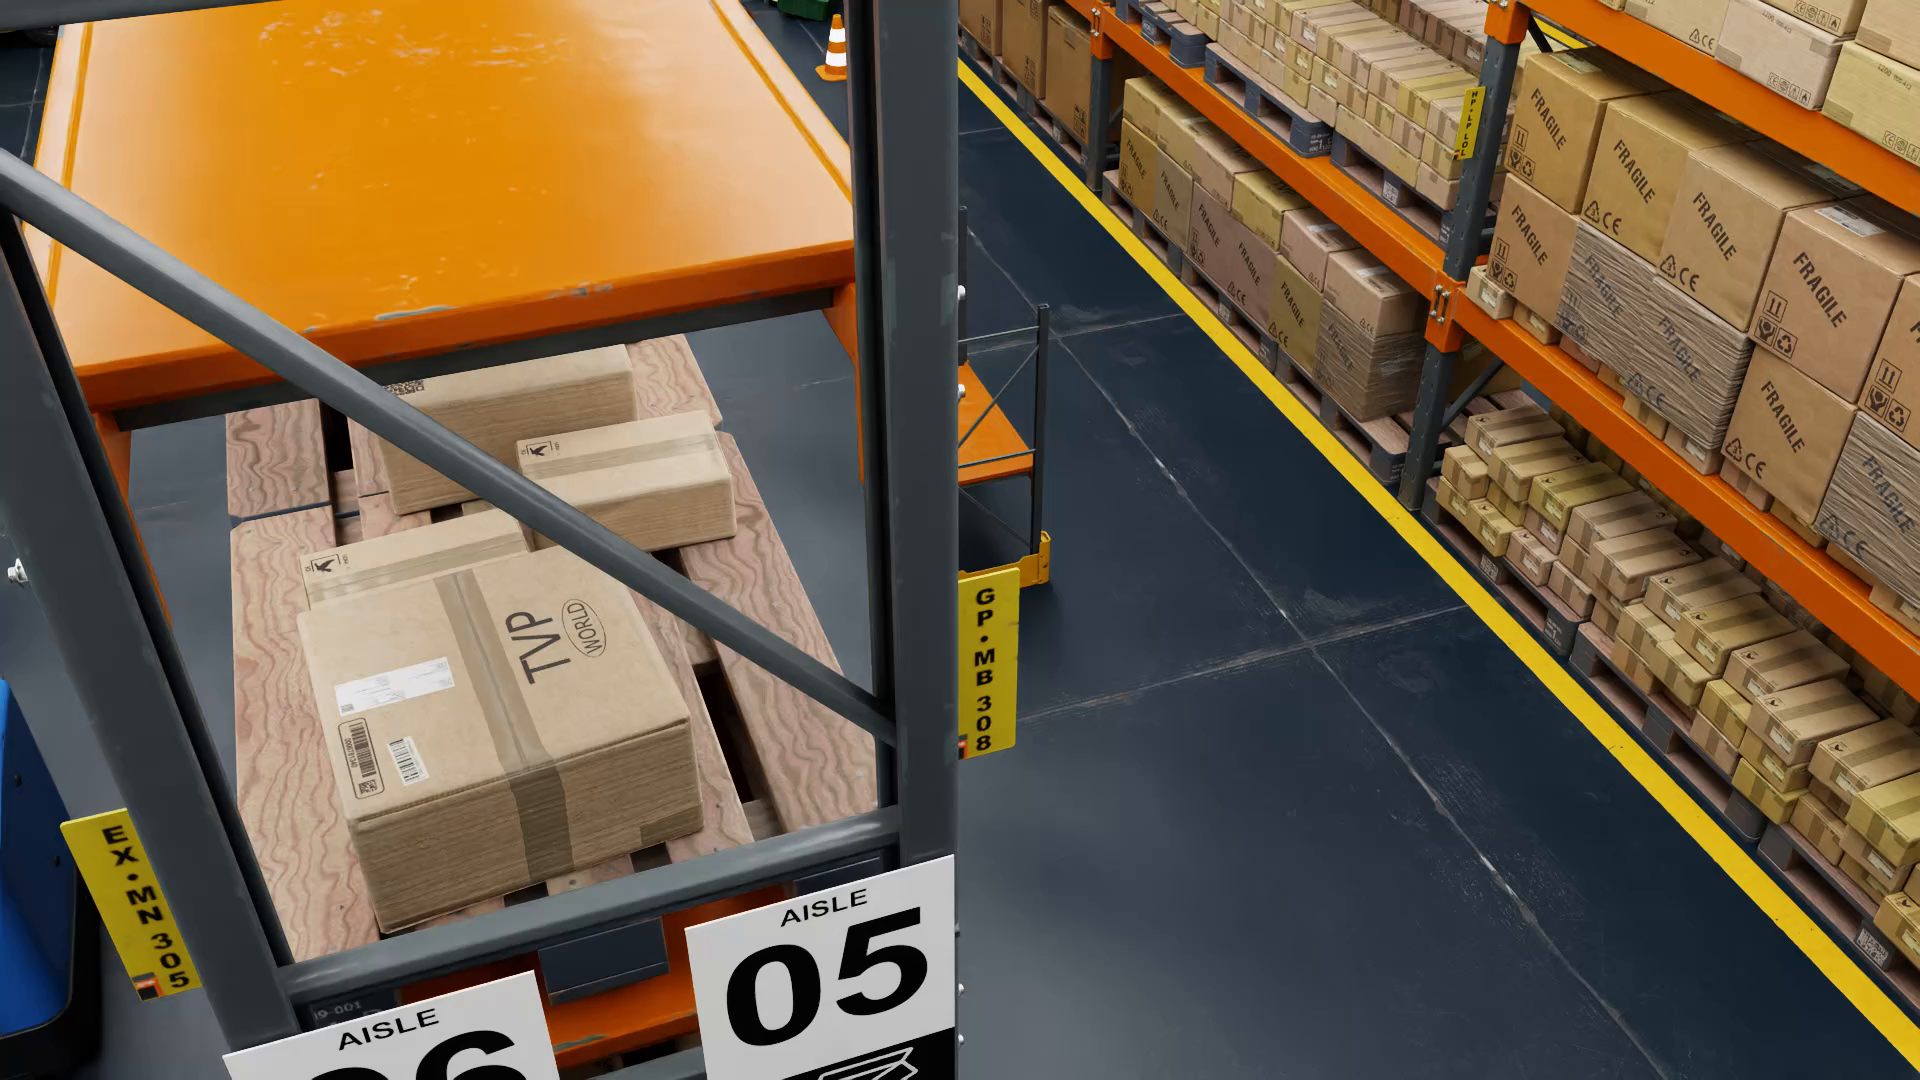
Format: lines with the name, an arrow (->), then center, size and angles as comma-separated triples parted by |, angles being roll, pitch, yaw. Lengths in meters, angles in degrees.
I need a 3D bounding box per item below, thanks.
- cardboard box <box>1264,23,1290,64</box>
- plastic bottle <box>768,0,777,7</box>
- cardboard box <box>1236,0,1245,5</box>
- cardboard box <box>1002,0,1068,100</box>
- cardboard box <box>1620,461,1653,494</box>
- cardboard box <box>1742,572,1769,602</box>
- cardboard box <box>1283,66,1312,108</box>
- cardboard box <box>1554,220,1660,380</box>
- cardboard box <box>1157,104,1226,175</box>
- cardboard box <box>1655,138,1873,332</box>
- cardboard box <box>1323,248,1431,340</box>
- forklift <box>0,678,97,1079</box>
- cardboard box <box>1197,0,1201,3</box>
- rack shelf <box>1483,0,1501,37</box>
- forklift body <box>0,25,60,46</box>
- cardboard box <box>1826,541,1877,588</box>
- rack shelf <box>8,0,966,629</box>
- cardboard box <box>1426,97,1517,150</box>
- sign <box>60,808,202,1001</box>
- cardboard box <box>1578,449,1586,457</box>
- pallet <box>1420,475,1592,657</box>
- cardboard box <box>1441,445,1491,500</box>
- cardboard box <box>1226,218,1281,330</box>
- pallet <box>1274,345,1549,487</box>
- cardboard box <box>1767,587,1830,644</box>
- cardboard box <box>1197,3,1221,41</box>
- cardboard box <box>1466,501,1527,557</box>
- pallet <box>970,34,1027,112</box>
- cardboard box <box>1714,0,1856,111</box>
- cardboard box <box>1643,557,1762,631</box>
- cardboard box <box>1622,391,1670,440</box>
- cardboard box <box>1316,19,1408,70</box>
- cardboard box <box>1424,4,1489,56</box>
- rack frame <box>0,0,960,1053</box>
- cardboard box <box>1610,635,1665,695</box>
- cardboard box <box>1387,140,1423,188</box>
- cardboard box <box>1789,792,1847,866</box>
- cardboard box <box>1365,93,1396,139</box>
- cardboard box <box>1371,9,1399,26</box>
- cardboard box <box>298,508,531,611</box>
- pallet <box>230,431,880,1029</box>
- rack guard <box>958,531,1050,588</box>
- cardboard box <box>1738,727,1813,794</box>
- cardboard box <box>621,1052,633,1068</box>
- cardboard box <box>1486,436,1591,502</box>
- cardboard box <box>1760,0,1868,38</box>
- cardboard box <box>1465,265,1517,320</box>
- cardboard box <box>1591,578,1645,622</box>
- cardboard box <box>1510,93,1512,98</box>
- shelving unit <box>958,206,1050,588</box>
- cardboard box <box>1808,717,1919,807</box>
cardboard box -> 1.888, -2.726, 9.049 | 0.380, 0.149, 0.250 | -11, 38, -14
plastic bottle -> -1.520, -4.663, 14.450 | 0.283, 0.061, 0.133 | 27, 44, 31
cardboard box -> 1.707, -3.144, 9.357 | 0.380, 0.149, 0.250 | -11, 38, -14
cardboard box -> 0.940, -3.858, 12.460 | 1.050, 0.750, 0.750 | -12, 39, -15
cardboard box -> 3.330, -0.318, 7.766 | 0.380, 0.149, 0.250 | -13, 39, -16
cardboard box -> 3.539, 0.246, 7.264 | 0.380, 0.149, 0.250 | -14, 39, -18
cardboard box -> 1.972, -2.460, 8.943 | 0.380, 0.149, 0.250 | -11, 38, -14
cardboard box -> 2.856, -1.023, 6.844 | 0.500, 0.500, 0.500 | -12, 39, -16
cardboard box -> 1.553, -2.476, 10.210 | 0.500, 0.250, 0.500 | -13, 39, -16
cardboard box -> 3.009, -1.146, 6.177 | 0.500, 0.500, 0.500 | -12, 39, -15
cardboard box -> 2.252, -1.311, 8.663 | 0.500, 0.250, 0.500 | -13, 39, -17
forklift -> -4.612, 0.745, 4.885 | 3.031, 2.935, 1.130 | -13, 39, -17
cardboard box -> 1.537, -3.302, 9.814 | 0.380, 0.149, 0.250 | -14, 39, -17
rack shelf -> 2.057, -3.514, 8.588 | 1.077, 0.370, 4.000 | -12, 39, -16
forklift body -> -8.291, -5.108, 13.305 | 2.313, 2.155, 1.214 | -12, 39, -16
cardboard box -> 3.384, 0.015, 6.007 | 0.380, 0.149, 0.250 | -14, 39, -18
rack shelf -> -1.179, -1.211, 3.369 | 1.077, 0.370, 4.000 | -12, 39, -16
cardboard box -> 2.424, -1.965, 7.791 | 0.380, 0.149, 0.250 | -11, 38, -14
sign -> -1.005, 0.452, 2.054 | 0.100, 0.325, 0.005 | -12, 39, -16
cardboard box -> 3.152, -0.509, 8.267 | 0.380, 0.149, 0.250 | -12, 39, -15
pallet -> 3.010, 0.012, 8.119 | 1.003, 0.211, 1.213 | -12, 39, -16
cardboard box -> 2.570, -0.351, 8.056 | 0.380, 0.149, 0.250 | -11, 38, -14
cardboard box -> 1.906, -1.590, 9.656 | 0.500, 0.500, 0.500 | -13, 39, -17
pallet -> 2.476, -0.799, 9.196 | 1.003, 0.211, 1.213 | -12, 39, -16
cardboard box -> 3.613, 0.291, 6.956 | 0.380, 0.149, 0.250 | -12, 39, -16
cardboard box -> 1.613, -3.050, 9.726 | 0.380, 0.149, 0.250 | -11, 38, -14
cardboard box -> 2.661, -0.080, 7.944 | 0.380, 0.149, 0.250 | -11, 38, -15
pallet -> 0.752, -3.769, 13.138 | 1.003, 0.211, 1.213 | -12, 39, -16
cardboard box -> 2.999, -1.716, 5.728 | 0.500, 0.250, 0.500 | -11, 38, -14
cardboard box -> 3.135, 0.238, 7.028 | 0.380, 0.149, 0.250 | -14, 39, -18
cardboard box -> 2.949, -0.565, 6.776 | 0.380, 0.149, 0.250 | -12, 39, -15
cardboard box -> 2.072, -2.551, 8.569 | 0.380, 0.149, 0.250 | -14, 39, -17
cardboard box -> 2.682, -2.684, 8.746 | 0.380, 0.149, 0.250 | -13, 39, -16
rack frame -> -0.491, -0.528, 1.533 | 1.000, 3.000, 0.127 | -12, 39, -16
cardboard box -> 3.054, 0.494, 7.182 | 0.380, 0.149, 0.250 | -13, 39, -17
cardboard box -> 2.333, -1.871, 8.161 | 0.380, 0.149, 0.250 | -12, 39, -16
cardboard box -> 3.454, 1.075, 6.411 | 0.380, 0.149, 0.250 | -12, 39, -15
cardboard box -> 2.249, -2.133, 8.262 | 0.380, 0.149, 0.250 | -11, 38, -14
cardboard box -> 2.502, -2.861, 9.228 | 0.380, 0.149, 0.250 | -13, 39, -17
cardboard box -> -0.950, 0.107, 2.959 | 0.380, 0.149, 0.250 | -15, 40, -19
pallet -> -0.756, 0.288, 3.015 | 1.003, 0.211, 1.213 | -12, 39, -16
rack guard -> 0.145, 0.138, 7.919 | 0.587, 0.250, 0.087 | -12, 39, -16
cardboard box -> 3.302, 0.816, 6.507 | 0.380, 0.149, 0.250 | -12, 39, -15
cardboard box -> -0.880, 1.205, 3.303 | 0.500, 0.500, 0.500 | -11, 38, -14
cardboard box -> 2.709, -0.335, 7.788 | 0.380, 0.149, 0.250 | -11, 38, -14
cardboard box -> 3.013, -1.921, 5.583 | 0.500, 0.250, 0.500 | -12, 39, -15
cardboard box -> 2.536, -1.146, 7.547 | 0.380, 0.149, 0.250 | -11, 38, -14
cardboard box -> 3.021, 0.217, 7.302 | 0.380, 0.149, 0.250 | -11, 38, -14
cardboard box -> 2.861, -2.269, 8.443 | 0.380, 0.149, 0.250 | -12, 38, -15
shelving unit -> -0.026, -0.642, 7.916 | 0.587, 1.500, 1.083 | -12, 39, -16
cardboard box -> 3.431, 0.839, 6.229 | 0.380, 0.149, 0.250 | -14, 39, -18
